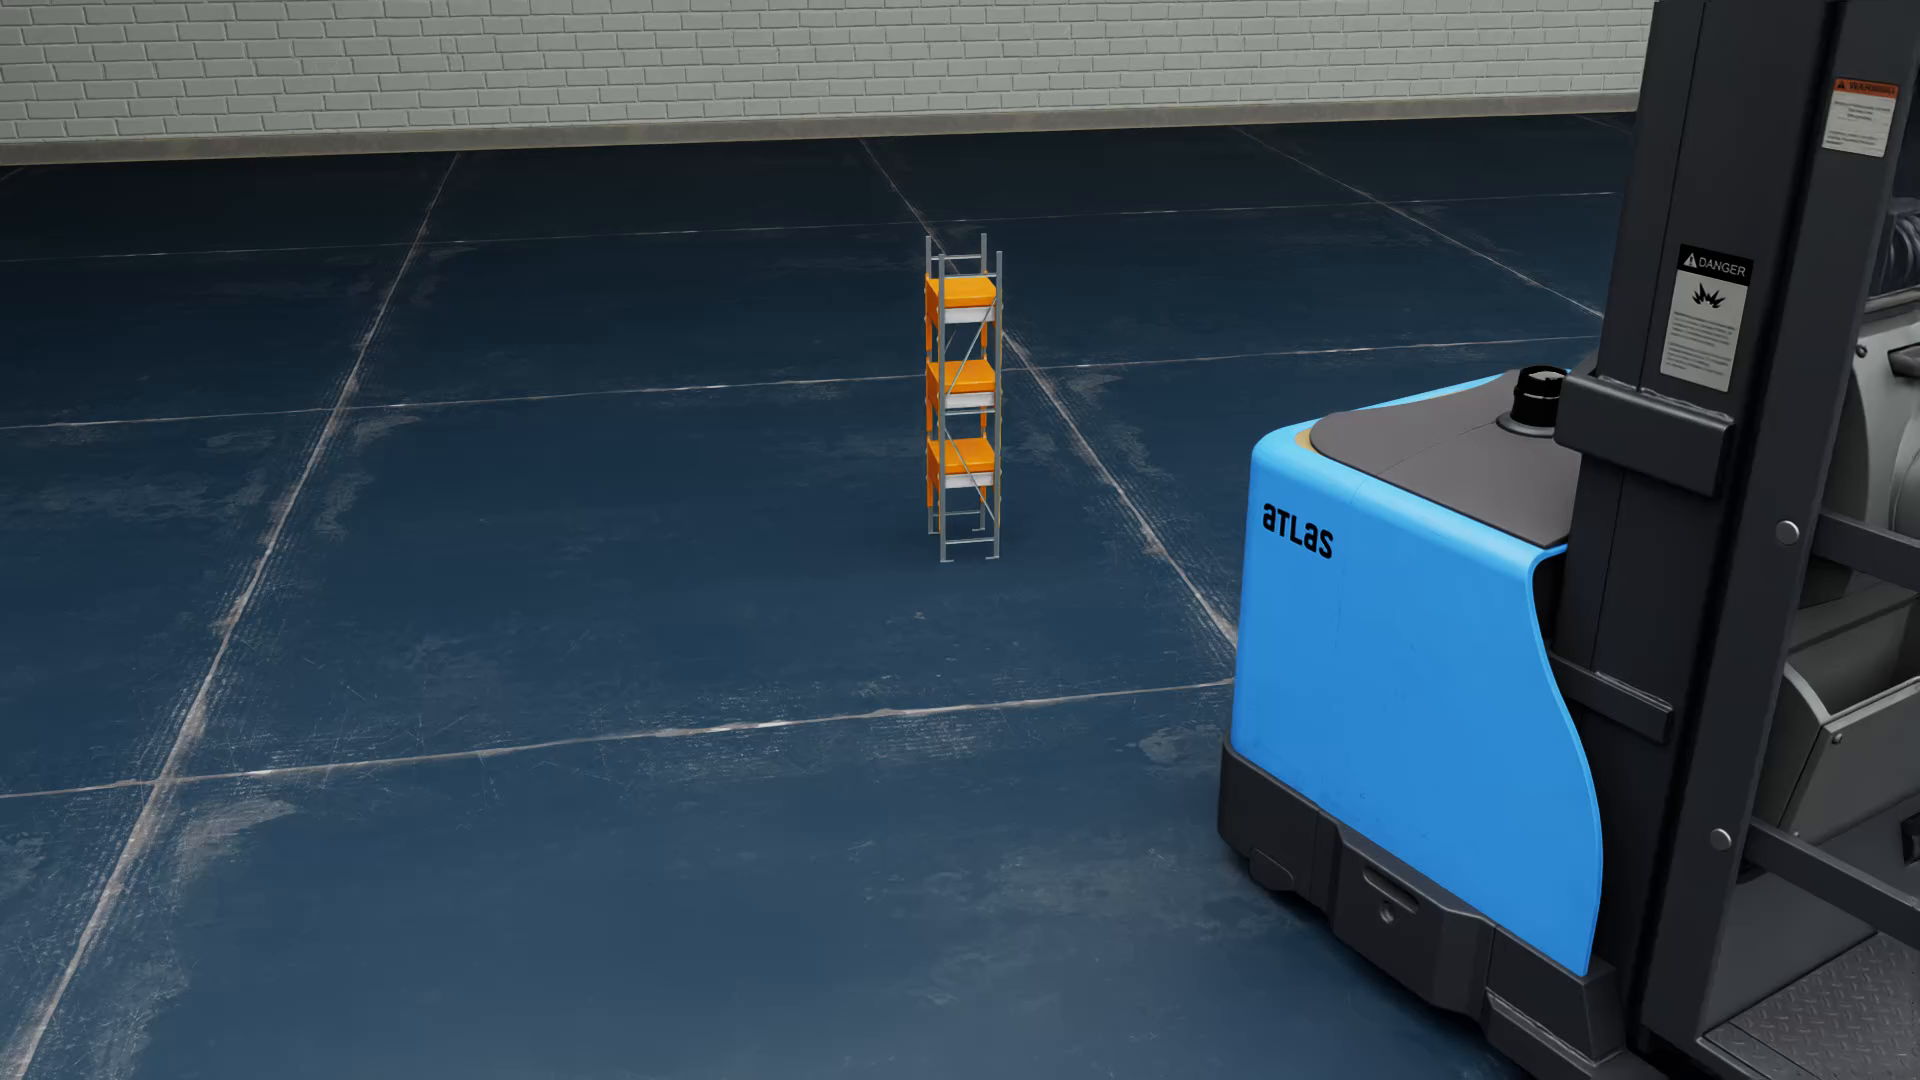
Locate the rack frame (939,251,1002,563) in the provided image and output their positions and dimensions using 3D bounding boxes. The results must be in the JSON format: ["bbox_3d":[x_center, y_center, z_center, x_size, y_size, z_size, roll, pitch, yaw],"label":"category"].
[{"bbox_3d":[0.032,-0.412,5.382,0.200,1.050,0.008,-4,24,-10],"label":"rack frame"}]

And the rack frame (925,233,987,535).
[{"bbox_3d":[-0.013,-0.508,5.602,0.200,1.050,0.008,-4,24,-10],"label":"rack frame"}]

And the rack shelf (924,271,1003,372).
[{"bbox_3d":[0.010,-0.710,5.382,0.215,0.259,0.240,-4,24,-10],"label":"rack shelf"}]

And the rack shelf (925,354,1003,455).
[{"bbox_3d":[0.010,-0.450,5.496,0.215,0.259,0.240,-4,24,-10],"label":"rack shelf"}]

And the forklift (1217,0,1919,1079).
[{"bbox_3d":[1.834,-0.199,2.543,1.130,2.935,3.031,-14,27,-30],"label":"forklift"}]

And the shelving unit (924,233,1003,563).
[{"bbox_3d":[0.010,-0.460,5.492,0.215,1.050,0.252,-4,24,-10],"label":"shelving unit"}]

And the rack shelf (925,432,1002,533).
[{"bbox_3d":[0.010,-0.196,5.607,0.215,0.259,0.240,-4,24,-10],"label":"rack shelf"}]
